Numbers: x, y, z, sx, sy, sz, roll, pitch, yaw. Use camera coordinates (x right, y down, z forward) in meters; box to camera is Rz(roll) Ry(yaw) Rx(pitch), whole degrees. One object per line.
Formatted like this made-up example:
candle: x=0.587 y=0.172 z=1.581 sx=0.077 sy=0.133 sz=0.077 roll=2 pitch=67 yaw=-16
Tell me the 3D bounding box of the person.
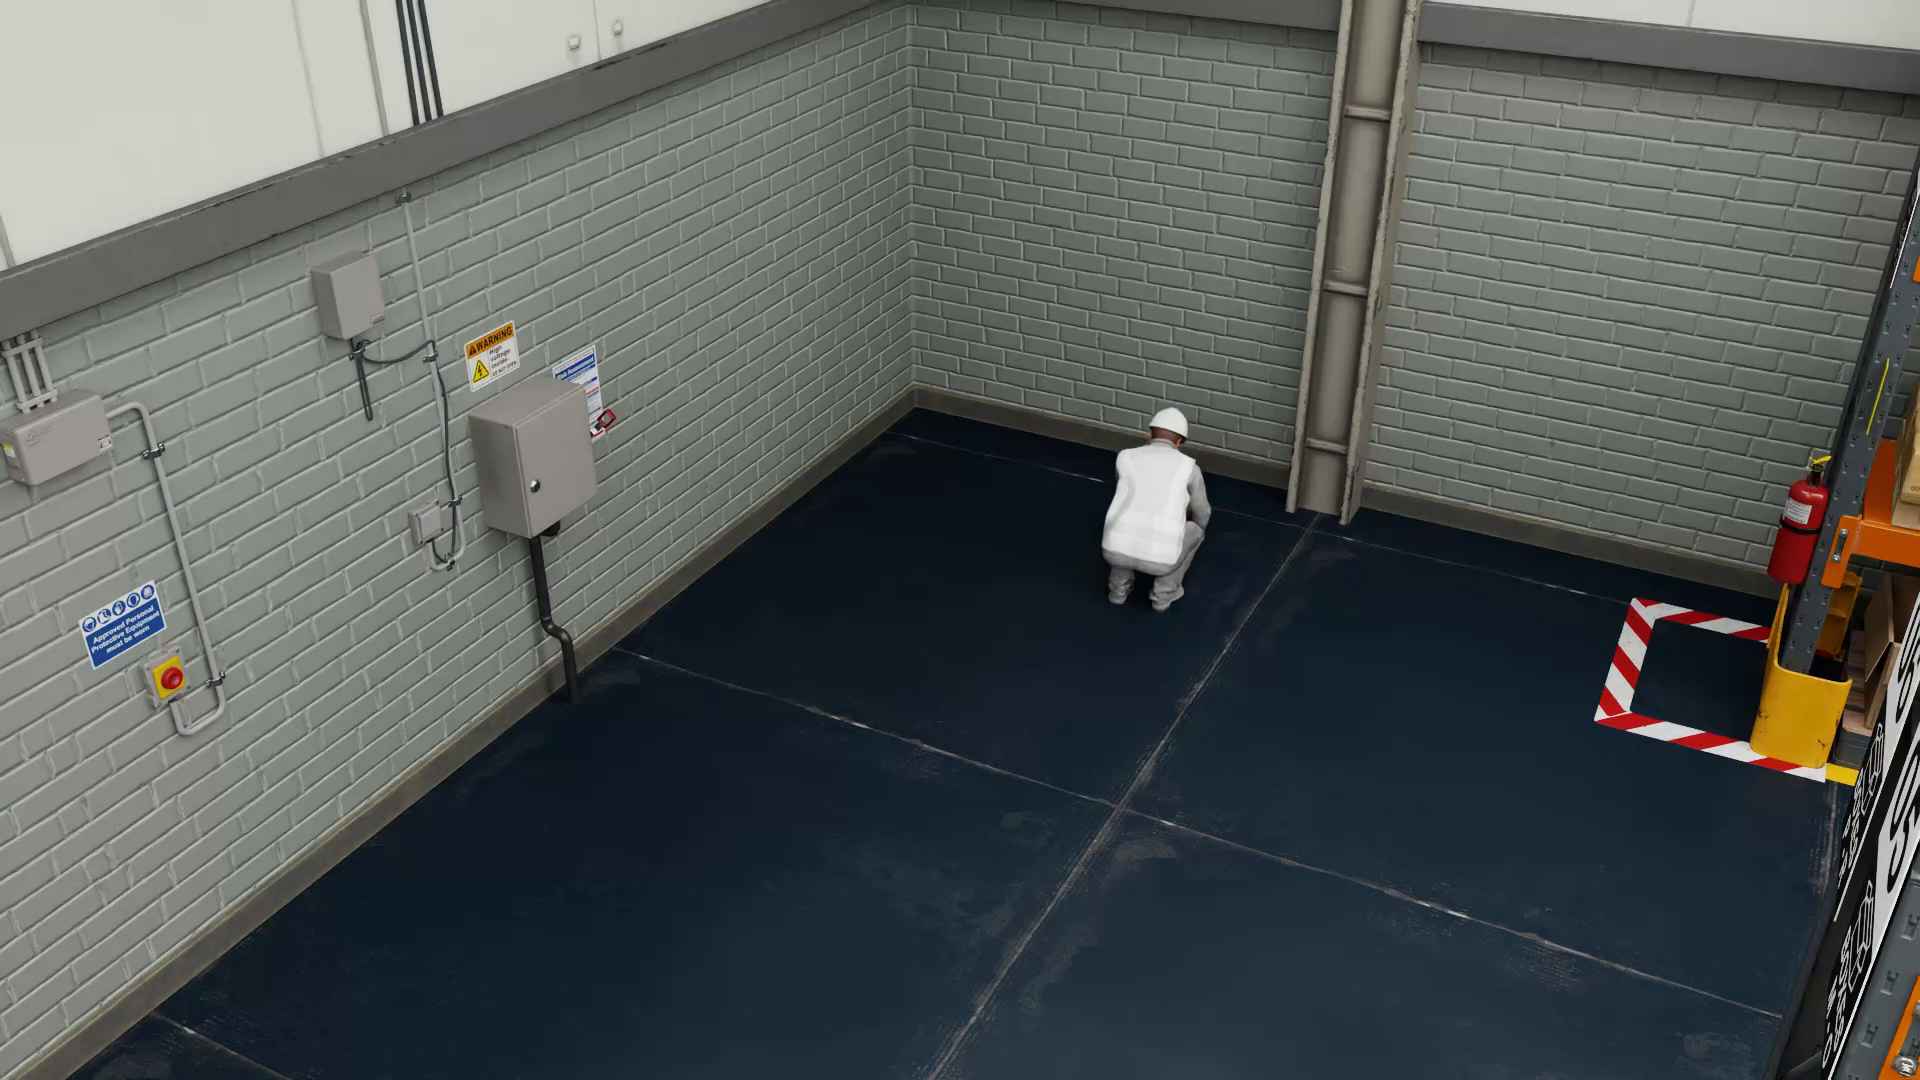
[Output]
person: x=1.093 y=-0.156 z=9.315 sx=0.537 sy=1.011 sz=0.848 roll=14 pitch=33 yaw=23
